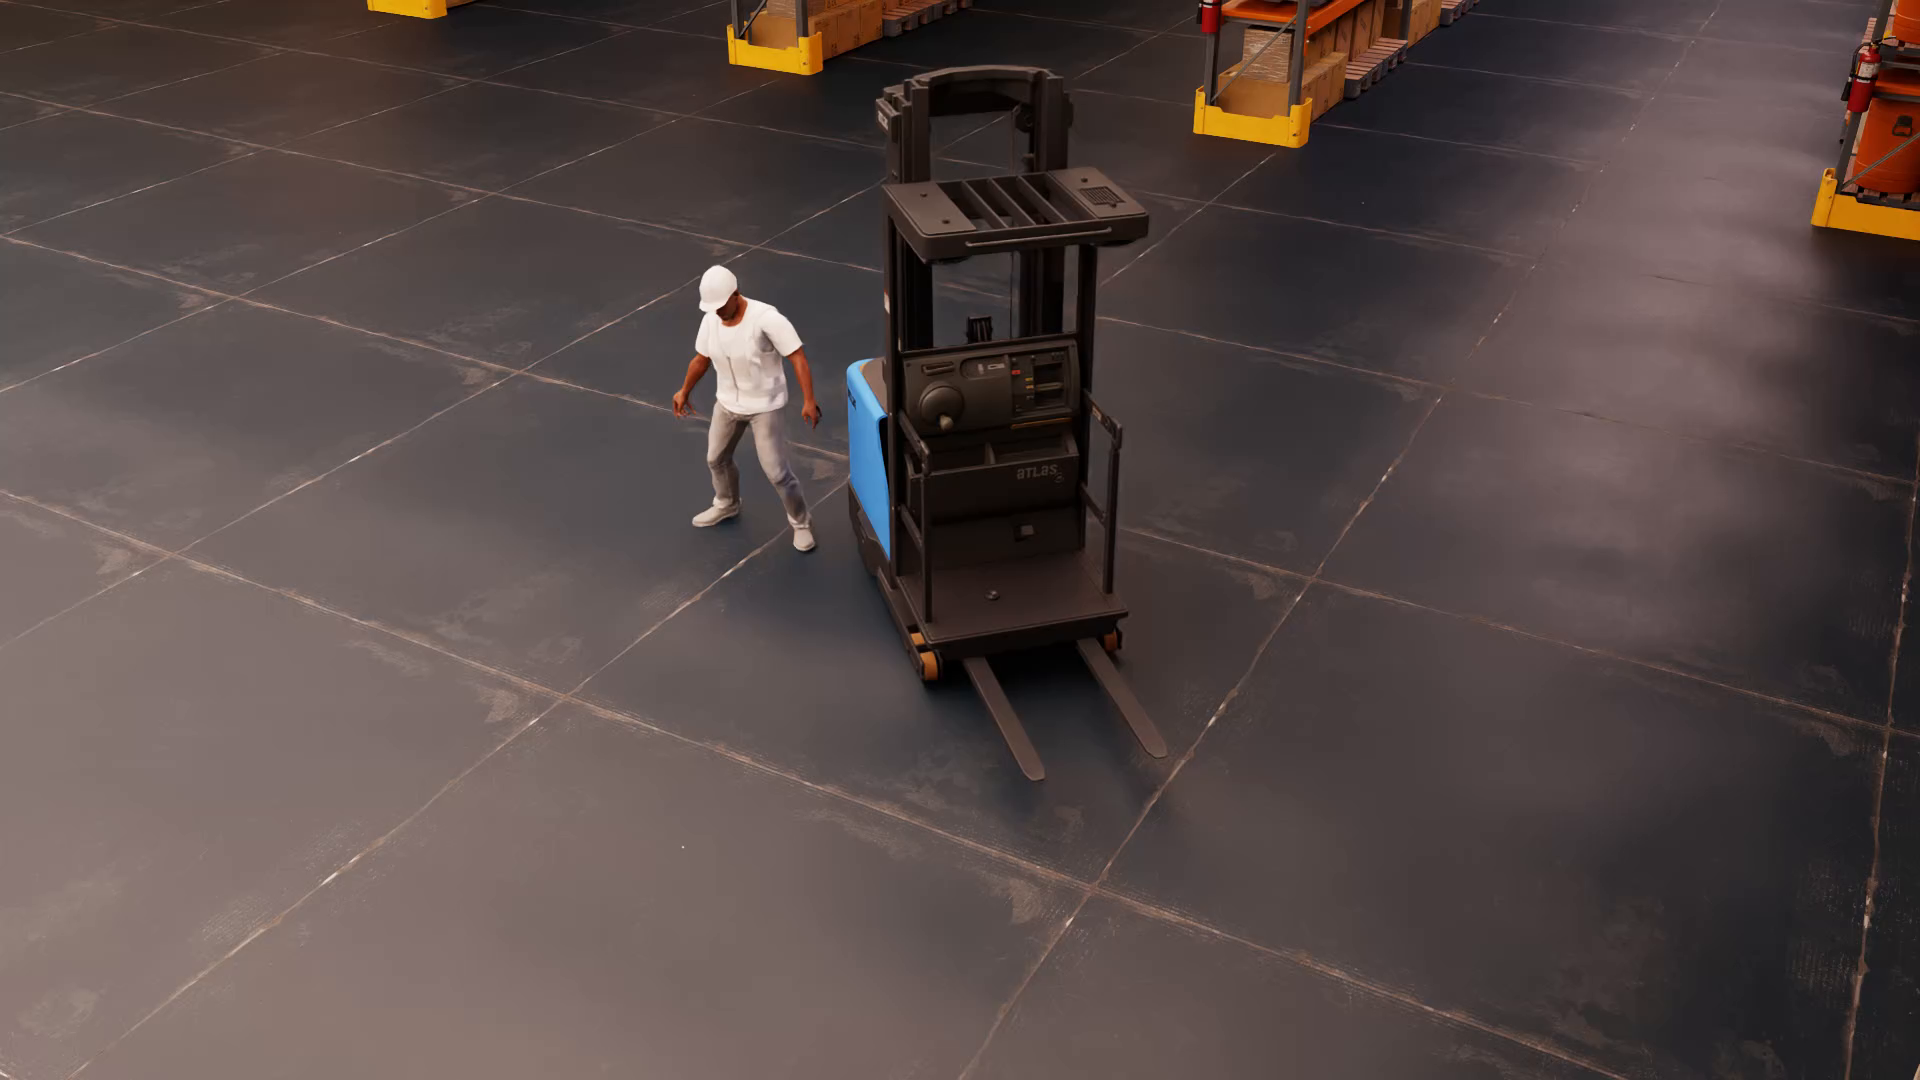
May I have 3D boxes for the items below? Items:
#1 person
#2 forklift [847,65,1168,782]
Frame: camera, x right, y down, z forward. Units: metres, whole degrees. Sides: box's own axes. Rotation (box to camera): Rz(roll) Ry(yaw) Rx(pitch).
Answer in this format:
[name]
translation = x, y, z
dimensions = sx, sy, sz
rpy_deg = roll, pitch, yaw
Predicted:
[person]
translation = -1.262, -0.781, 9.657
dimensions = 0.963, 1.716, 0.433
rpy_deg = 15, 33, 24
[forklift]
translation = 0.230, -0.741, 8.355
dimensions = 1.130, 2.935, 3.031
rpy_deg = -8, 31, -14
